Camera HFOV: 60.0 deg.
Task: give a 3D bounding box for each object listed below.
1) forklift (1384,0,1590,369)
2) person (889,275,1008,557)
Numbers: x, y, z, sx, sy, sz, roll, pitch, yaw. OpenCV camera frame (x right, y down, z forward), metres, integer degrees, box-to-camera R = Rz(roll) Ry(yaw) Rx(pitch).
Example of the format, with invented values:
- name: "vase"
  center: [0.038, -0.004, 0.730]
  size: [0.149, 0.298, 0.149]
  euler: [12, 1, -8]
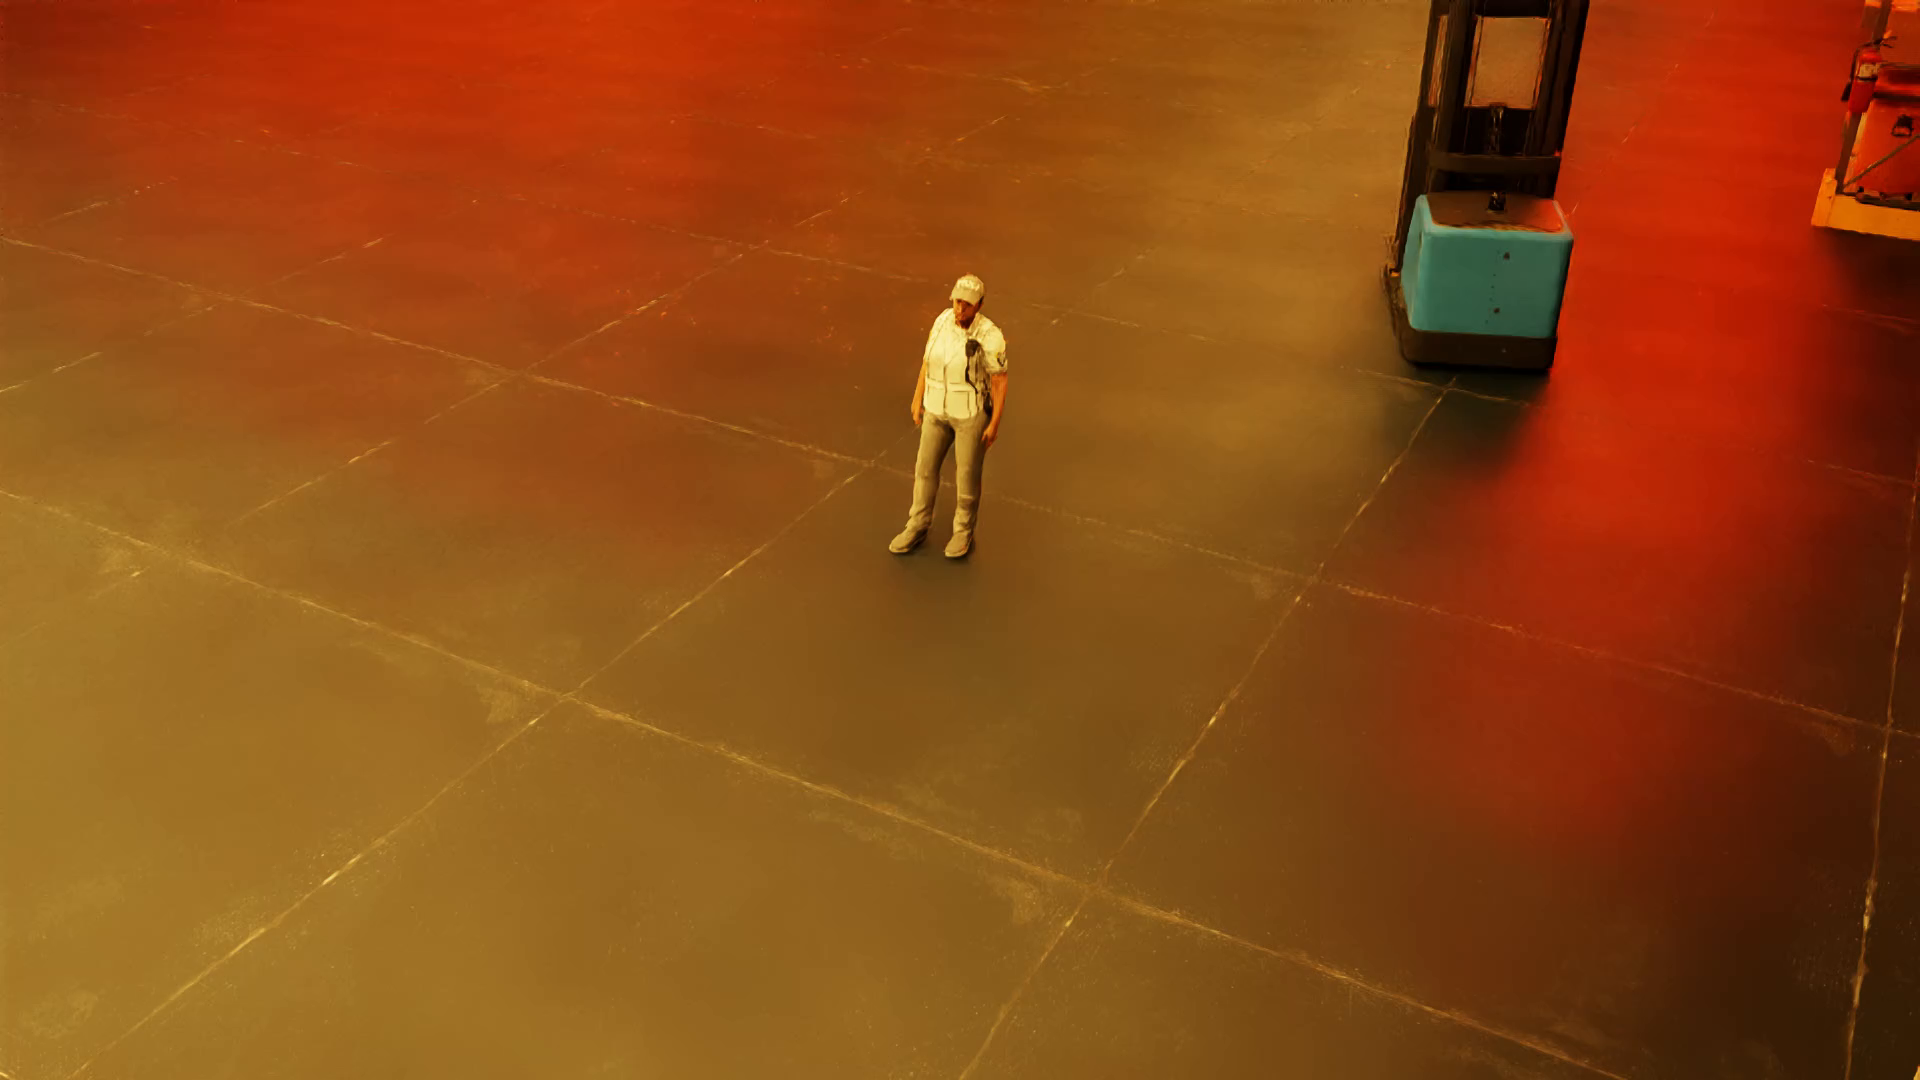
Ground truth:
- name: "forklift"
  center: [4.000, -3.220, 12.651]
  size: [1.130, 2.935, 3.031]
  euler: [4, 30, 8]
- name: "person"
  center: [-0.057, -0.700, 9.533]
  size: [0.598, 1.669, 0.527]
  euler: [15, 33, 25]
